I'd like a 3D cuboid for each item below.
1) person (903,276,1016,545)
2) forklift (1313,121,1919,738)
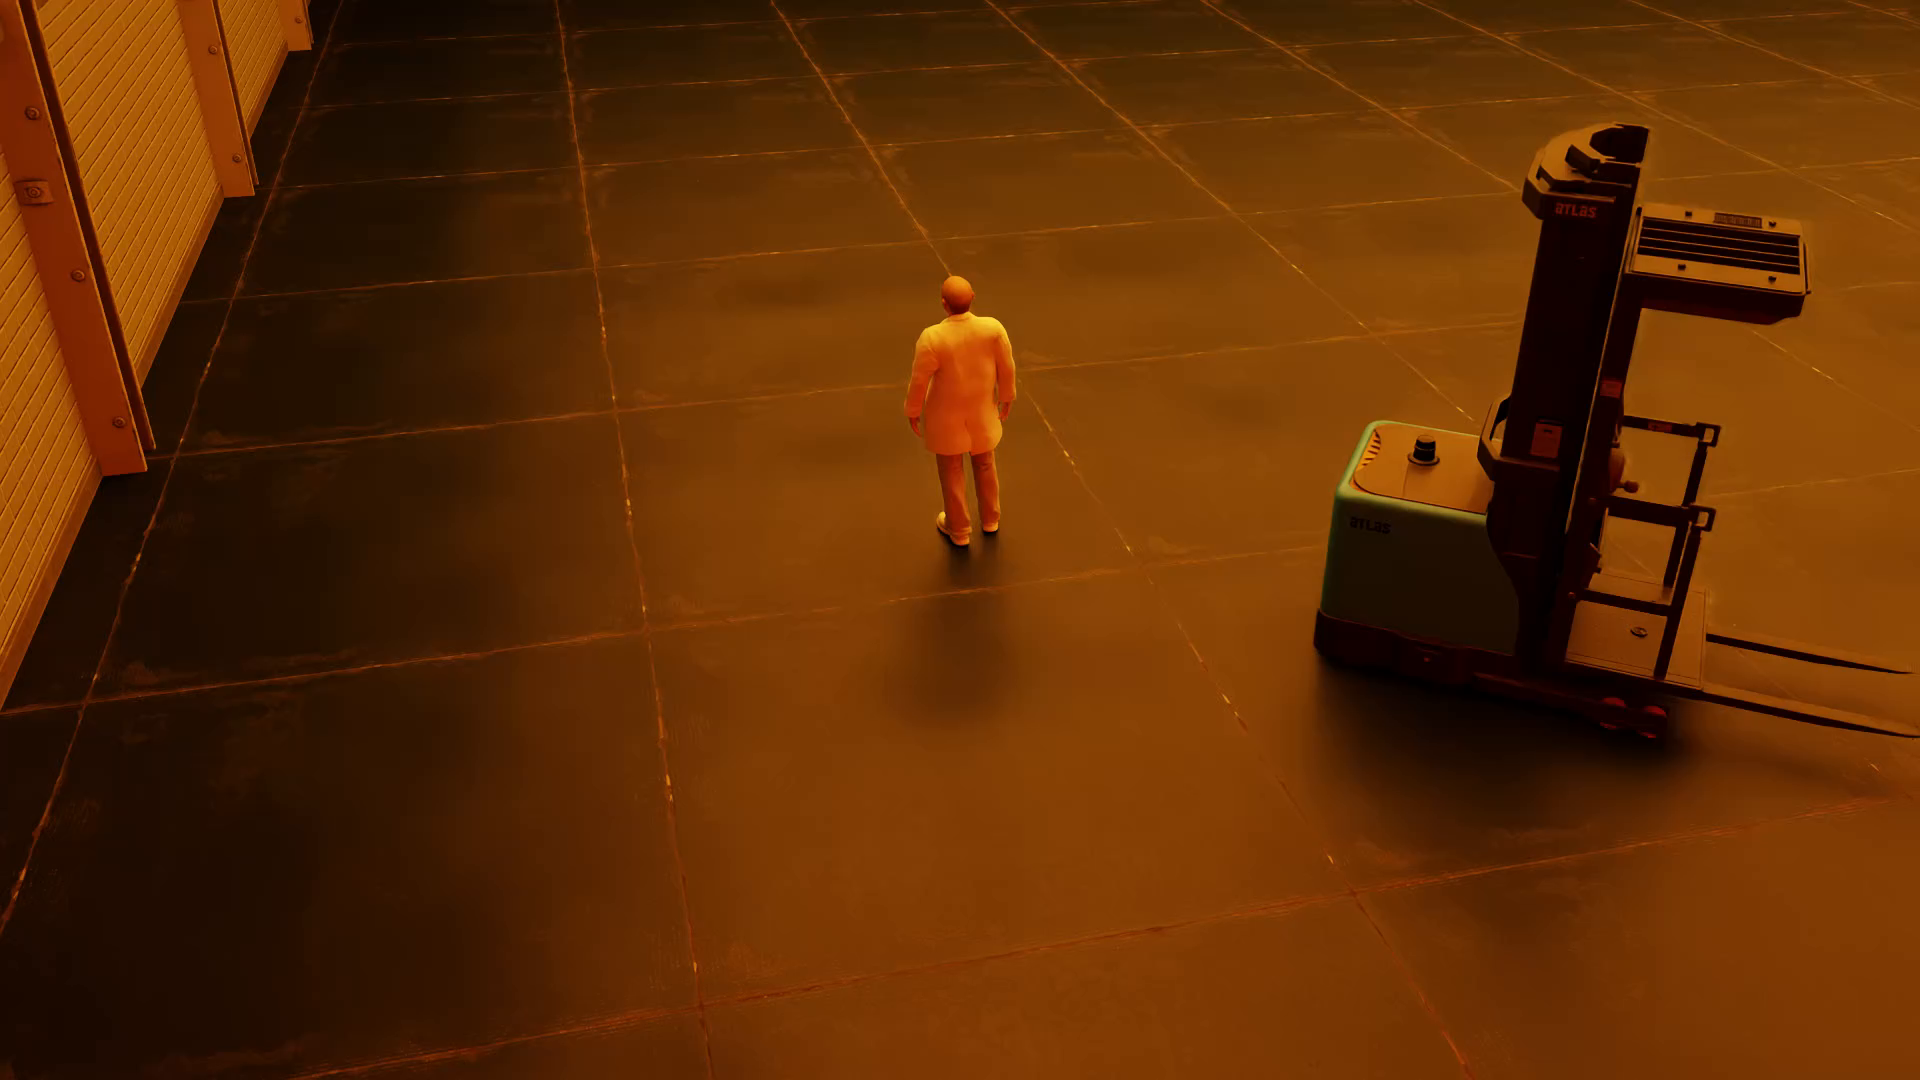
[{"bbox_3d":[-0.018,-0.820,10.129,0.696,1.777,0.578,-7,31,-12],"label":"person"},{"bbox_3d":[3.552,-0.536,8.500,3.031,2.935,1.130,12,32,20],"label":"forklift"}]
